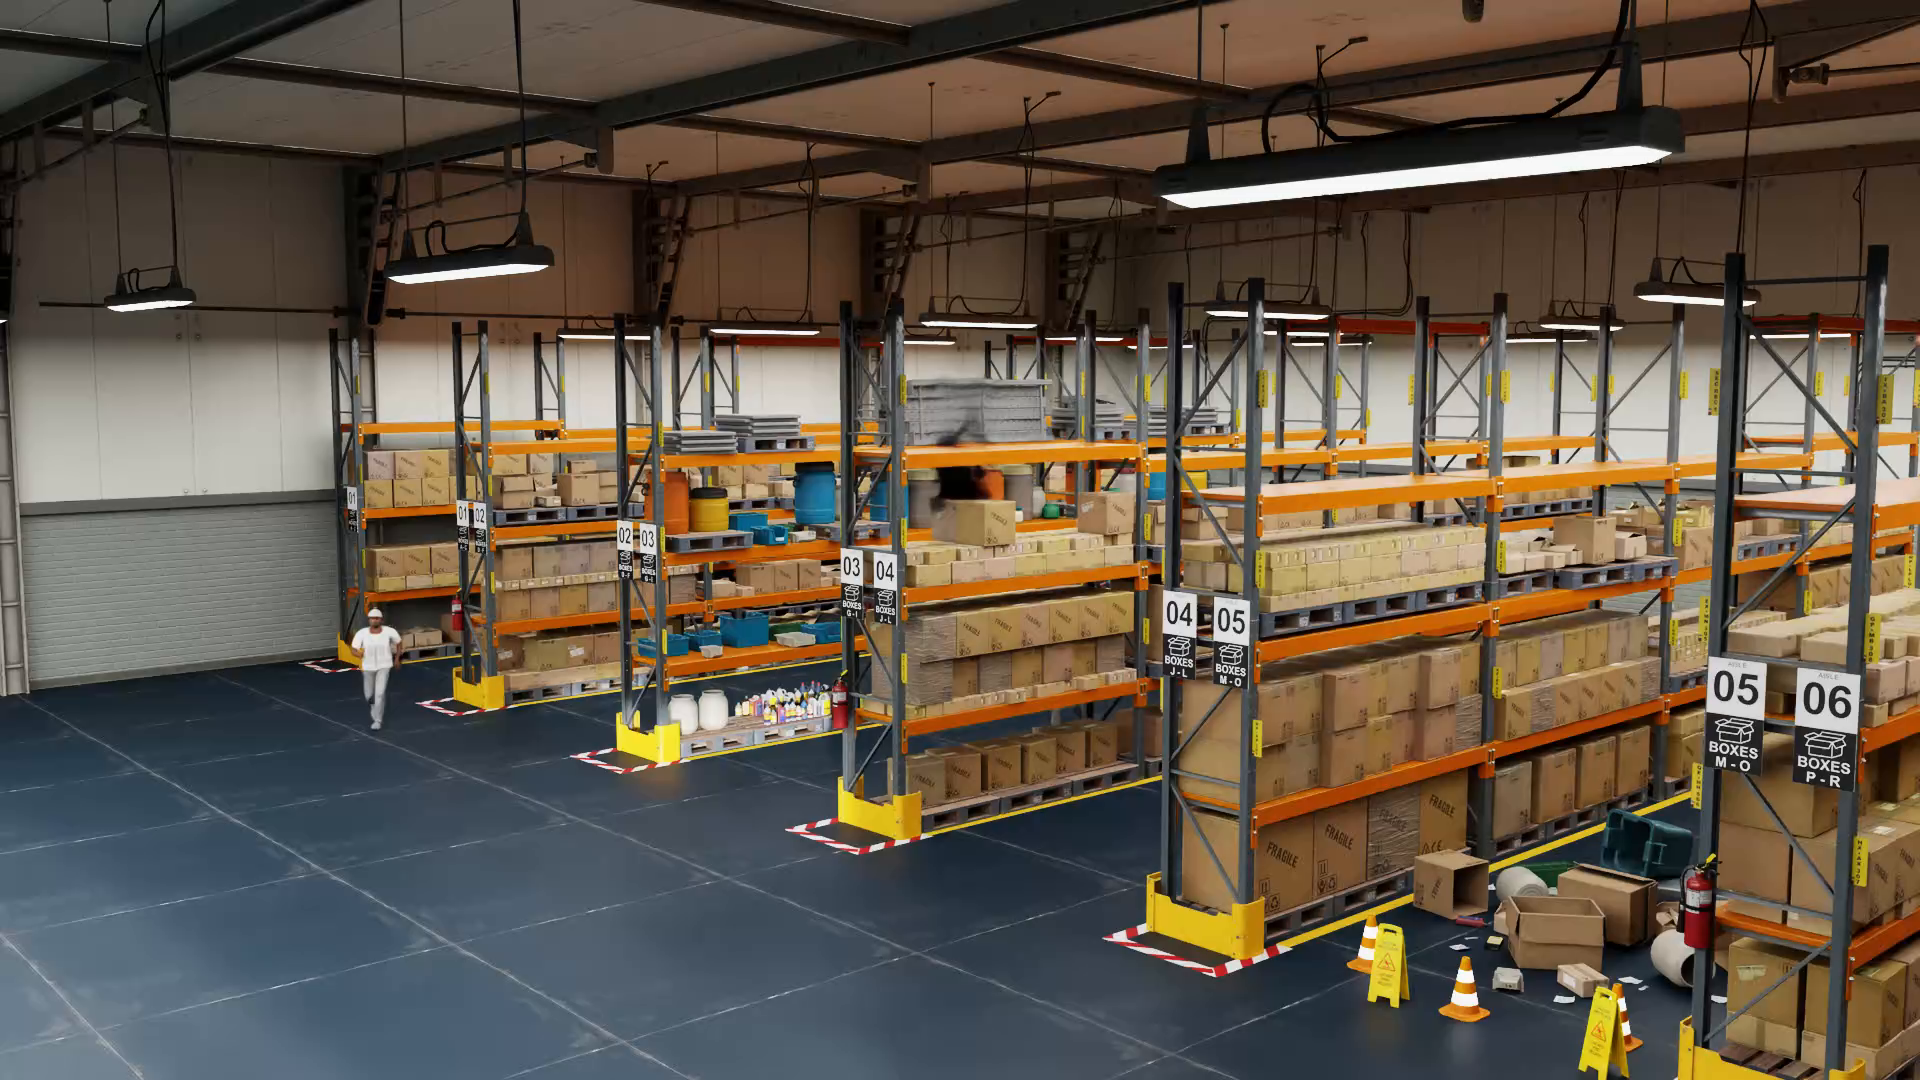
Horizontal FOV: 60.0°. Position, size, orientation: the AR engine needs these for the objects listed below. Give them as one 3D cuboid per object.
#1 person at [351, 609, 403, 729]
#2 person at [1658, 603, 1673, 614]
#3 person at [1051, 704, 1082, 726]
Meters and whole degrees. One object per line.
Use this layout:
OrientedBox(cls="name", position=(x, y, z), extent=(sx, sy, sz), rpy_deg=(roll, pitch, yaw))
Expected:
OrientedBox(cls="person", position=(-8.568, 1.874, 24.431), extent=(0.709, 1.747, 0.878), rpy_deg=(-1, 6, -12))
OrientedBox(cls="person", position=(10.594, 1.822, 24.964), extent=(0.784, 1.859, 0.707), rpy_deg=(-5, 8, -43))
OrientedBox(cls="person", position=(1.516, 2.005, 23.257), extent=(0.611, 1.681, 0.940), rpy_deg=(6, 8, 45))
